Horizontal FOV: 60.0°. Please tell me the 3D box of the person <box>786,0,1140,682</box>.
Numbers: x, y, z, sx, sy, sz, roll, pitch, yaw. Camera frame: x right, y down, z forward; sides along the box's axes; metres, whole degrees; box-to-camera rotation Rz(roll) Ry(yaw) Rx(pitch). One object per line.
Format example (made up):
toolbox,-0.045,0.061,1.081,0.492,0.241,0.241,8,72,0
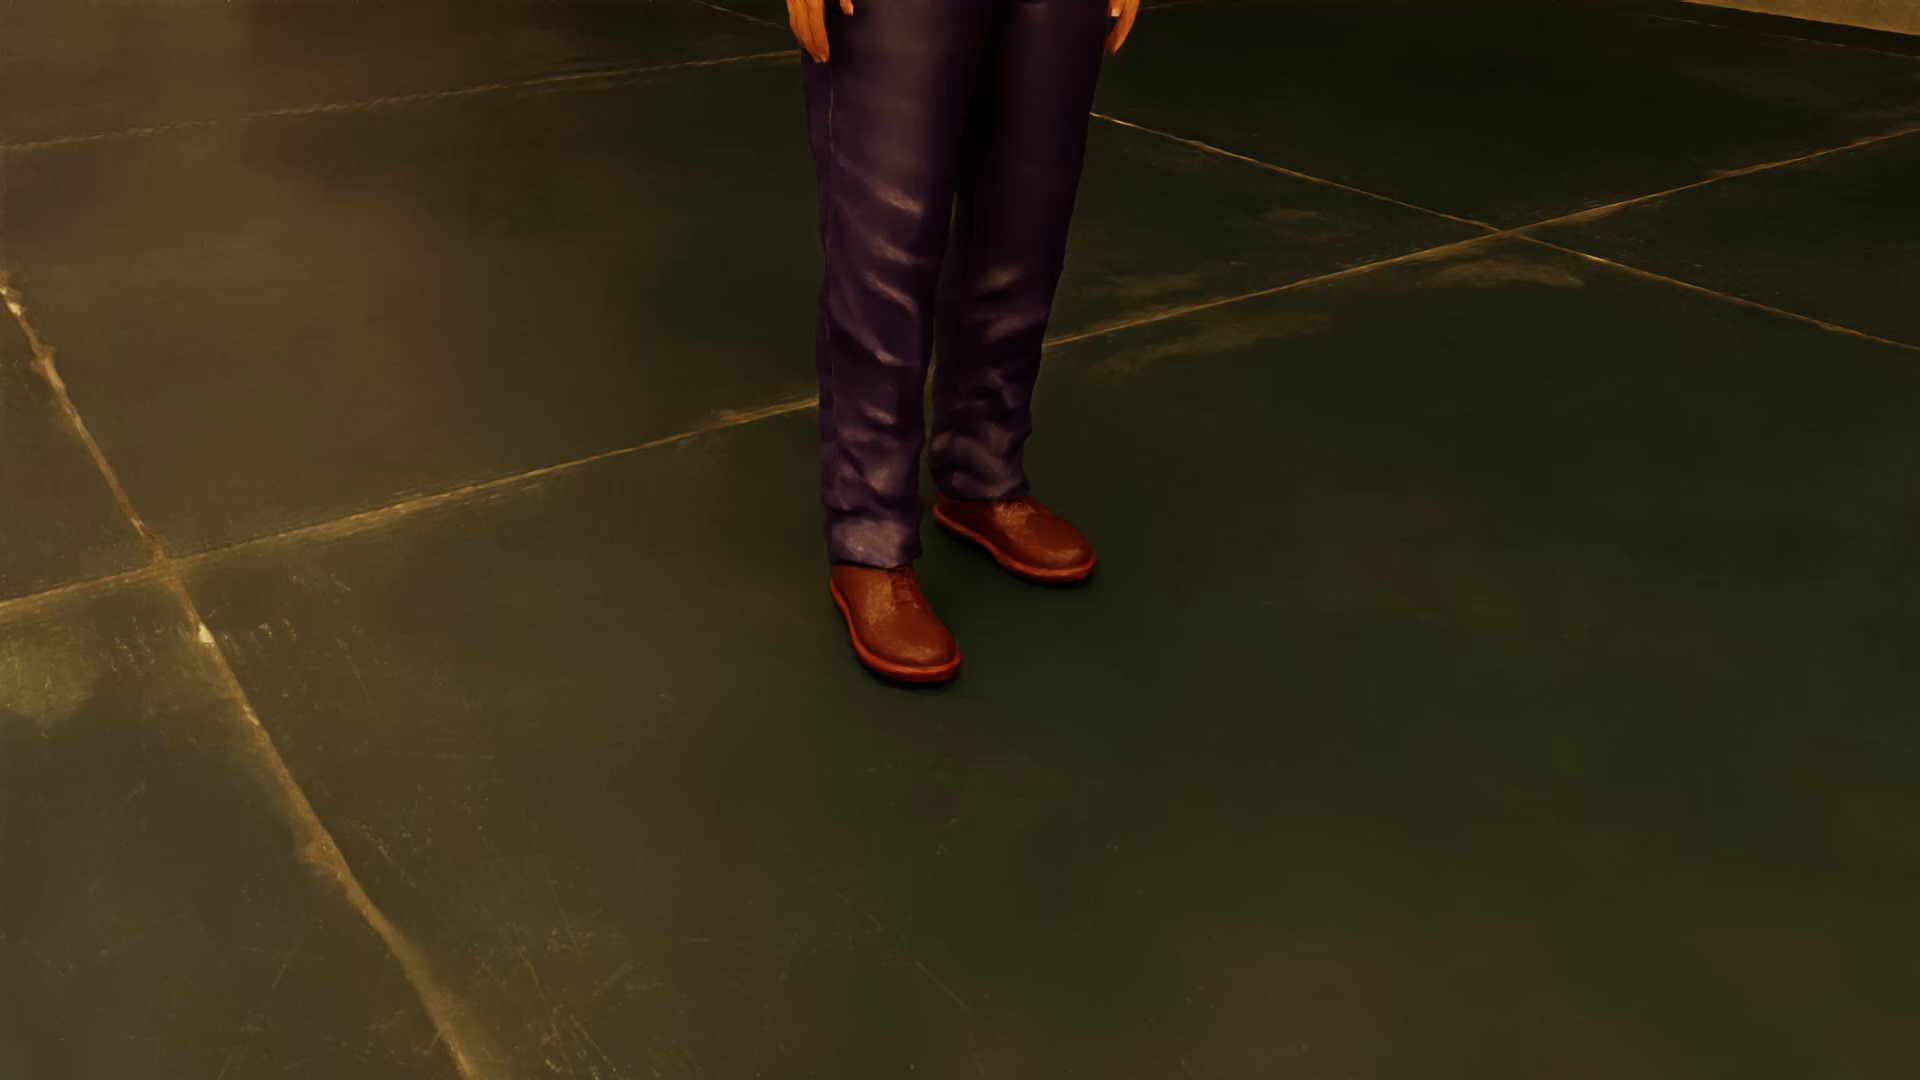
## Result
person,0.033,-0.704,2.050,0.599,1.650,0.502,-17,31,-31
